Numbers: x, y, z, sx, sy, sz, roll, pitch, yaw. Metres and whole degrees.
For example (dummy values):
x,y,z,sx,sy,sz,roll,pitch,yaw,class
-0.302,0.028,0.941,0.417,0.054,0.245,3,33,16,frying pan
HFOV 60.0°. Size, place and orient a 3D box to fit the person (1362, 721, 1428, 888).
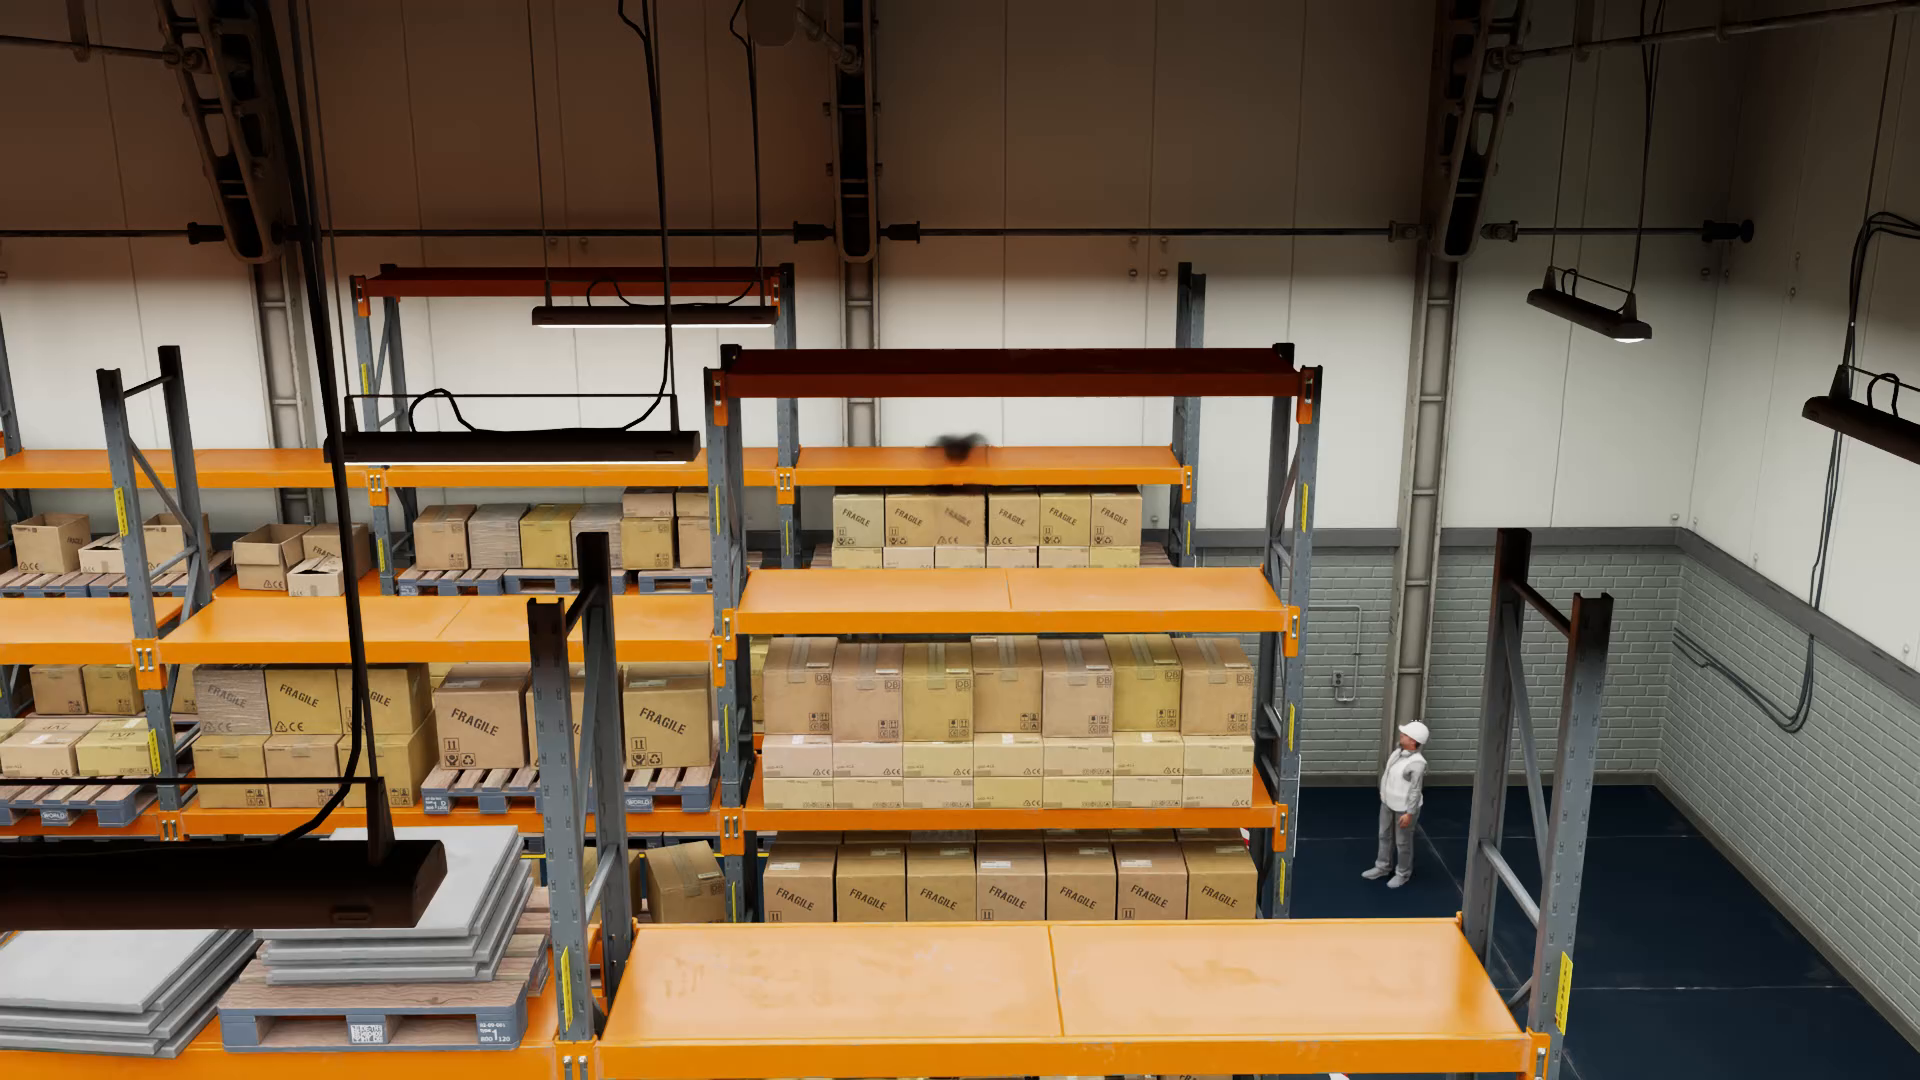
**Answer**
x,y,z,sx,sy,sz,roll,pitch,yaw,class
4.354,2.619,16.498,0.428,1.777,0.575,-6,17,-21,person
